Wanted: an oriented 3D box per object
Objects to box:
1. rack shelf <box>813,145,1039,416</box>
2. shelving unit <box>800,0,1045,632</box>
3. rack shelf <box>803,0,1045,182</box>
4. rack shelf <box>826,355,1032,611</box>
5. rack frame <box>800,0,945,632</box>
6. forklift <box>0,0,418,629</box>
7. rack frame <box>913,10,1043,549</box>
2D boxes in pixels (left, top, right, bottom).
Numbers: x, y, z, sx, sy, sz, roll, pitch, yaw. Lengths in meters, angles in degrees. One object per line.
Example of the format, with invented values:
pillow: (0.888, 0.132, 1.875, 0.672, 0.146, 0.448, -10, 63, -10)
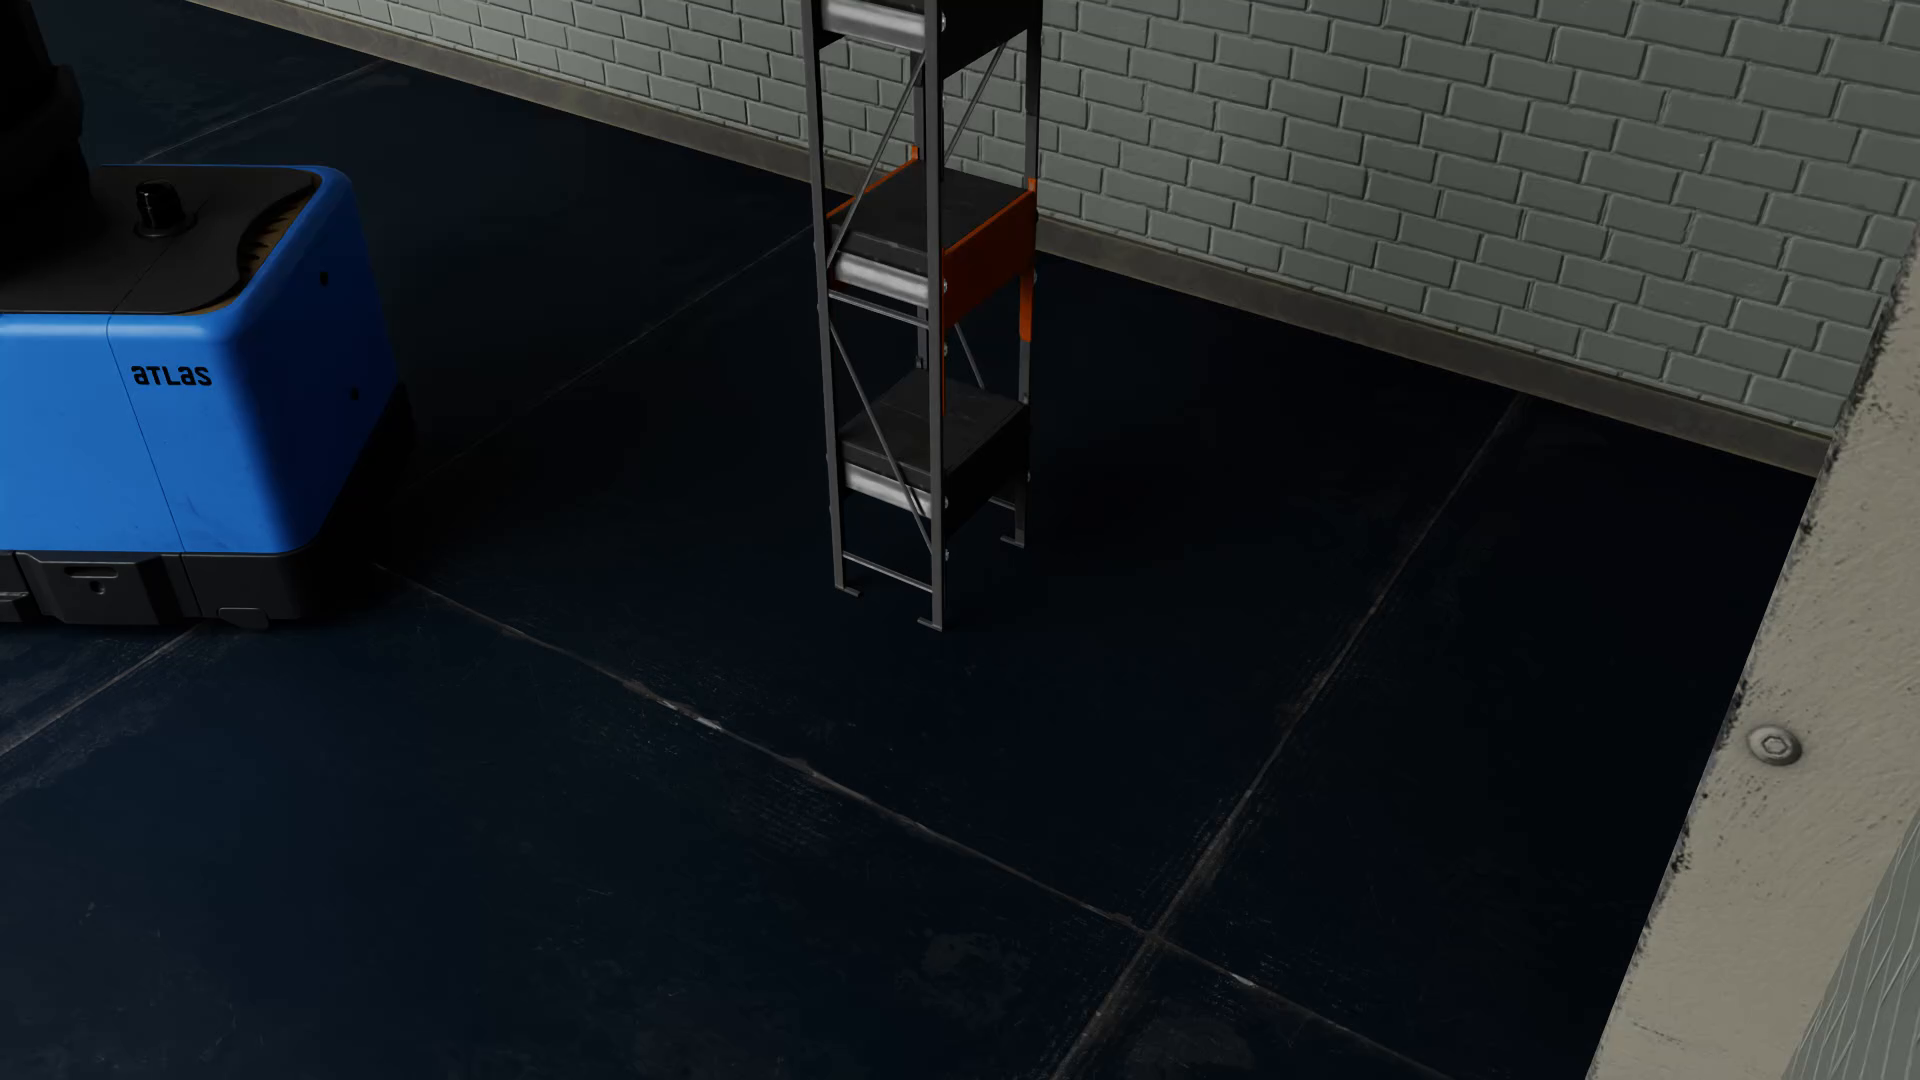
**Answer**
rack shelf: (-0.089, -0.735, 4.670, 0.431, 0.518, 0.480, 21, 42, 25)
shelving unit: (-0.089, -0.746, 4.662, 0.431, 2.100, 0.503, 21, 42, 25)
rack shelf: (-0.089, -1.290, 4.243, 0.431, 0.518, 0.480, 21, 42, 25)
rack shelf: (-0.089, -0.181, 5.097, 0.431, 0.518, 0.480, 21, 42, 25)
rack frame: (-0.219, -0.620, 4.498, 0.400, 2.100, 0.015, 21, 42, 25)
forklift: (-3.396, -1.204, 4.575, 3.031, 2.935, 1.130, 1, 38, 1)
rack frame: (0.042, -0.872, 4.825, 0.400, 2.100, 0.015, 21, 42, 25)
